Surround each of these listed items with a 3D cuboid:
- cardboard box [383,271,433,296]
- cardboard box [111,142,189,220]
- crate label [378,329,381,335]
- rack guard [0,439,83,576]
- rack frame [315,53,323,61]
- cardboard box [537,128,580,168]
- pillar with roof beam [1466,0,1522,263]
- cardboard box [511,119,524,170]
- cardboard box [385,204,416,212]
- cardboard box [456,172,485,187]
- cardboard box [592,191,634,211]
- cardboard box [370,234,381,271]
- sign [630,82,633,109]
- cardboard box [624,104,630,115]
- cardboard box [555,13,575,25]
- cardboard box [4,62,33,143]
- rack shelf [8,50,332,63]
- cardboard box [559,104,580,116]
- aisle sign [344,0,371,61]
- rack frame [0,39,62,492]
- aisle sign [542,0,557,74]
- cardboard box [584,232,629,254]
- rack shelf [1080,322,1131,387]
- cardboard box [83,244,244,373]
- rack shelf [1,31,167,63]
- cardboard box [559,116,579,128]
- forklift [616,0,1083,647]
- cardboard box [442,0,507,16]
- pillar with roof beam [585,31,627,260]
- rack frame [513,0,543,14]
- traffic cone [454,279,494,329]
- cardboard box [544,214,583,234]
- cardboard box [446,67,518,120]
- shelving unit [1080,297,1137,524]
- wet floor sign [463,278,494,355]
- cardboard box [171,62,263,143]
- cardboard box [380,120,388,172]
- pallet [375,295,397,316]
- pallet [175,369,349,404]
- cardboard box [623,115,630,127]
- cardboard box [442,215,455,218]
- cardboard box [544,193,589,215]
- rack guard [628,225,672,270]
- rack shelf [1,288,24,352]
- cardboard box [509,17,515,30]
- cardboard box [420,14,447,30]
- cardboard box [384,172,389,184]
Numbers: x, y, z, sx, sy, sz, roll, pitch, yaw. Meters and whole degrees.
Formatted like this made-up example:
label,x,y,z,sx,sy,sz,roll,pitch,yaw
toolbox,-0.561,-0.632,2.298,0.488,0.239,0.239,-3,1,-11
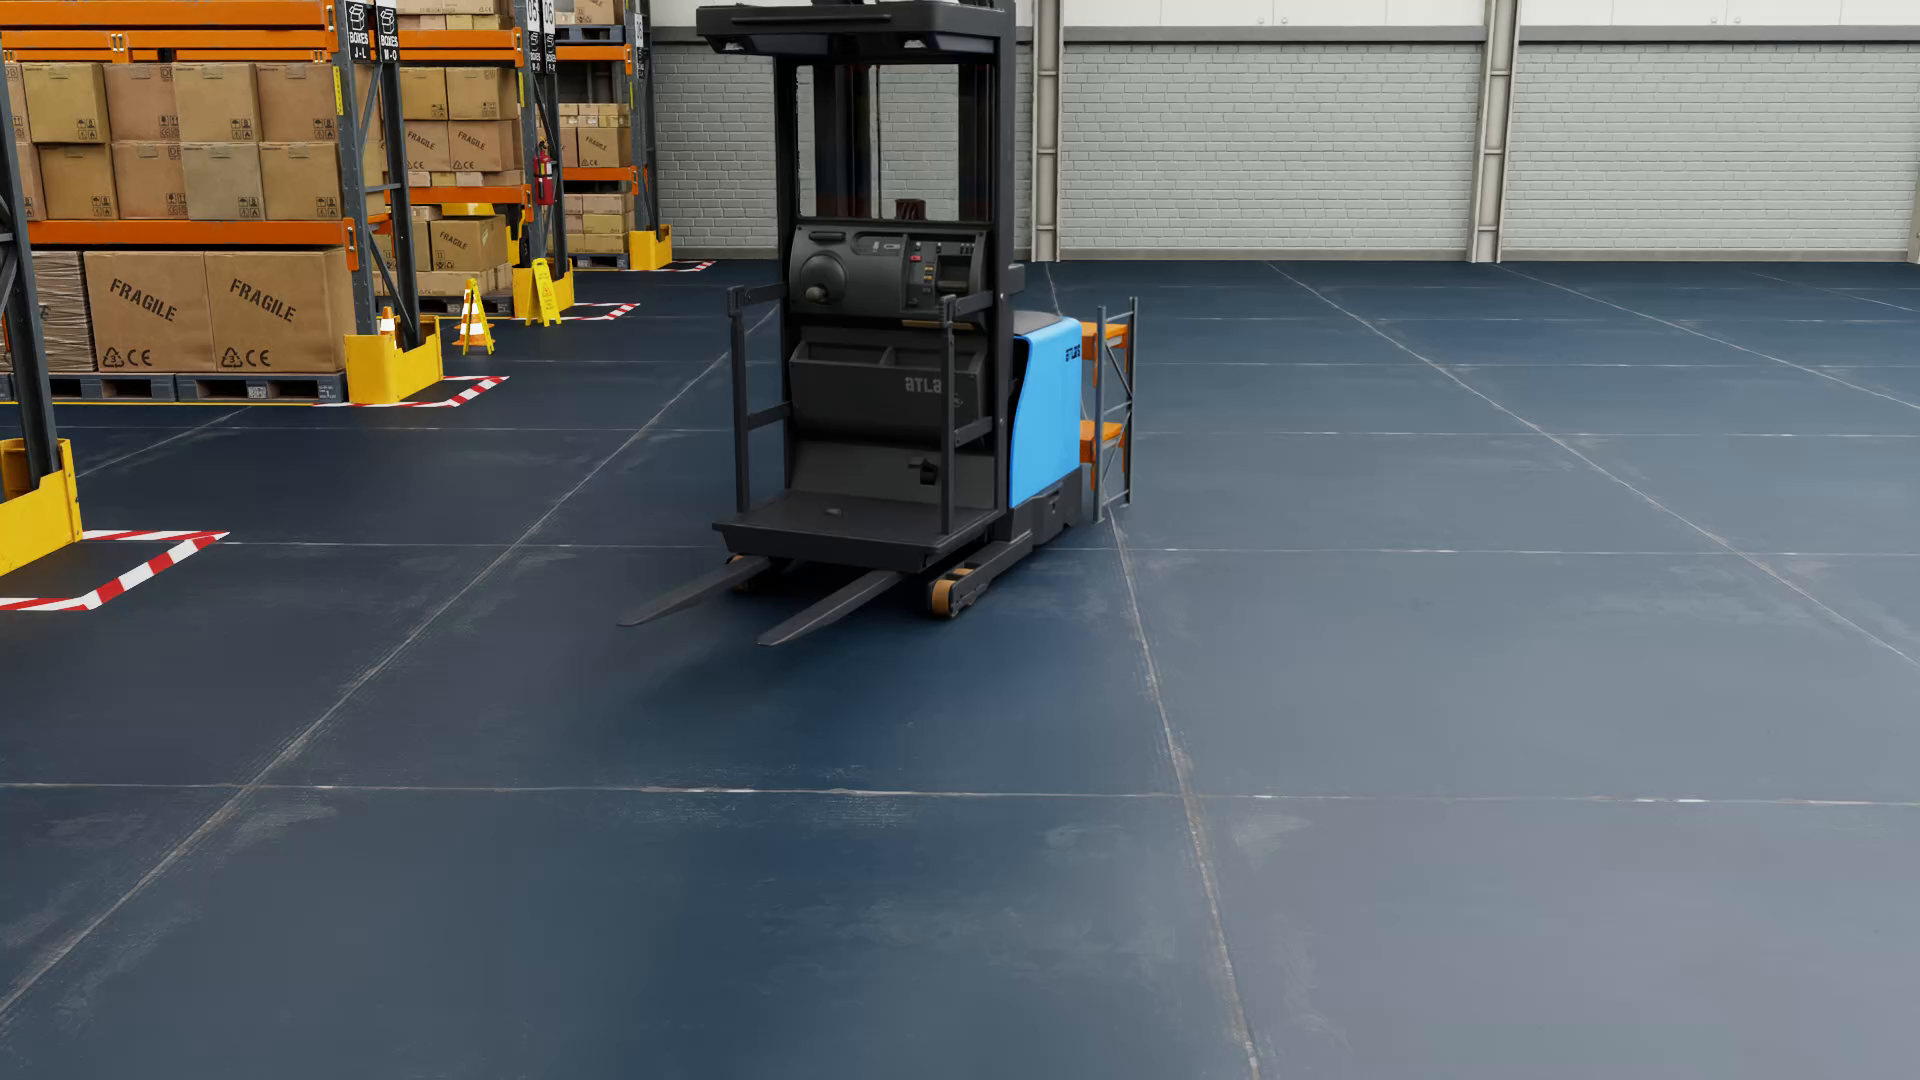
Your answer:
label,x,y,z,sx,sy,sz,roll,pitch,yaw
cardboard box,-5.602,-2.665,17.128,0.500,0.250,0.500,0,15,2
cardboard box,-5.774,-2.684,12.338,0.550,0.550,0.875,0,15,1
crate label,-5.208,-1.843,15.058,0.298,0.136,0.250,-8,17,-28
rack guard,-4.598,-0.114,7.793,0.348,0.500,1.175,0,15,1
rack frame,-8.145,-5.141,21.948,0.127,3.000,1.000,0,15,1
cardboard box,-5.163,-5.106,21.616,0.500,0.500,0.500,1,15,3
pillar with roof beam,7.067,-7.074,17.514,0.400,9.000,9.100,0,15,1
cardboard box,-4.736,-4.116,17.280,0.500,0.500,0.500,0,15,1
cardboard box,-5.697,-3.326,16.891,0.250,0.149,0.380,1,15,2
cardboard box,-4.905,-3.649,16.784,0.250,0.149,0.380,0,15,1
cardboard box,-4.622,-4.524,22.213,0.500,0.250,0.500,0,15,1
cardboard box,-6.103,-3.032,17.049,0.500,0.500,0.500,0,15,0
sign,-4.174,-5.651,21.147,0.005,0.325,0.100,0,15,1
cardboard box,-4.477,-5.678,21.930,0.250,0.149,0.380,0,15,0
cardboard box,-4.982,-6.624,21.159,0.250,0.149,0.380,0,15,0
cardboard box,-6.836,-3.184,12.116,0.550,0.550,0.875,0,15,1
rack shelf,-10.144,-6.257,21.706,4.000,0.370,1.077,0,15,1
cardboard box,-5.019,-5.558,21.477,0.250,0.149,0.380,1,15,3
aisle sign,-4.232,-3.767,11.640,0.004,0.787,0.394,0,15,1
rack frame,-4.523,-1.322,7.472,0.127,3.000,1.000,0,15,1
aisle sign,-4.200,-5.185,17.017,0.004,0.787,0.394,0,15,1
cardboard box,-4.624,-3.911,21.852,0.500,0.250,0.500,0,15,2
rack shelf,0.361,-1.028,8.883,1.000,0.278,0.538,7,16,25
cardboard box,-5.854,-1.755,12.454,0.875,0.875,0.875,0,15,1
rack shelf,-10.267,-4.991,16.908,4.000,0.370,1.077,0,15,1
cardboard box,-5.014,-5.420,21.534,0.250,0.149,0.380,1,15,2
forklift,-0.406,-1.208,7.173,1.130,2.935,3.031,6,16,22
cardboard box,-4.788,-5.306,16.402,0.500,0.250,0.500,0,15,1
pillar with roof beam,-4.929,-7.153,17.811,0.400,9.000,9.100,0,15,1
rack frame,-4.269,-6.750,16.286,0.127,3.000,1.000,0,15,1
traffic cone,-4.732,-2.297,16.138,0.334,0.463,0.336,0,15,1
cardboard box,-5.142,-4.160,21.815,0.500,0.250,0.500,0,15,1
cardboard box,-4.786,-4.473,16.674,0.500,0.500,0.700,0,15,0
shelving unit,0.361,-0.745,8.958,1.048,1.125,0.538,7,16,25
wet floor sign,-4.215,-1.953,14.477,0.232,0.644,0.267,-2,15,-8
cardboard box,-5.217,-3.174,12.078,0.550,0.550,0.875,0,15,1
cardboard box,-5.820,-3.984,16.780,0.500,0.500,0.500,0,15,1
pallet,-6.373,-2.525,17.496,1.213,0.211,1.003,0,15,1
pallet,-5.096,-1.223,12.564,1.213,0.211,1.003,0,15,1
cardboard box,-4.479,-5.546,22.012,0.250,0.149,0.380,0,15,0
cardboard box,-5.615,-3.164,17.548,0.500,0.500,0.500,0,15,-1
cardboard box,-5.125,-4.398,21.735,0.500,0.250,0.500,1,15,2
rack guard,-4.122,-3.907,22.167,0.348,0.500,1.175,0,15,1
rack shelf,-6.522,-0.987,7.613,4.000,0.370,1.077,0,15,1
cardboard box,-4.593,-5.263,17.022,0.250,0.149,0.380,0,15,1
cardboard box,-5.148,-5.113,16.453,0.250,0.149,0.380,1,15,3
cardboard box,-5.671,-3.688,16.931,0.250,0.149,0.380,1,15,2
